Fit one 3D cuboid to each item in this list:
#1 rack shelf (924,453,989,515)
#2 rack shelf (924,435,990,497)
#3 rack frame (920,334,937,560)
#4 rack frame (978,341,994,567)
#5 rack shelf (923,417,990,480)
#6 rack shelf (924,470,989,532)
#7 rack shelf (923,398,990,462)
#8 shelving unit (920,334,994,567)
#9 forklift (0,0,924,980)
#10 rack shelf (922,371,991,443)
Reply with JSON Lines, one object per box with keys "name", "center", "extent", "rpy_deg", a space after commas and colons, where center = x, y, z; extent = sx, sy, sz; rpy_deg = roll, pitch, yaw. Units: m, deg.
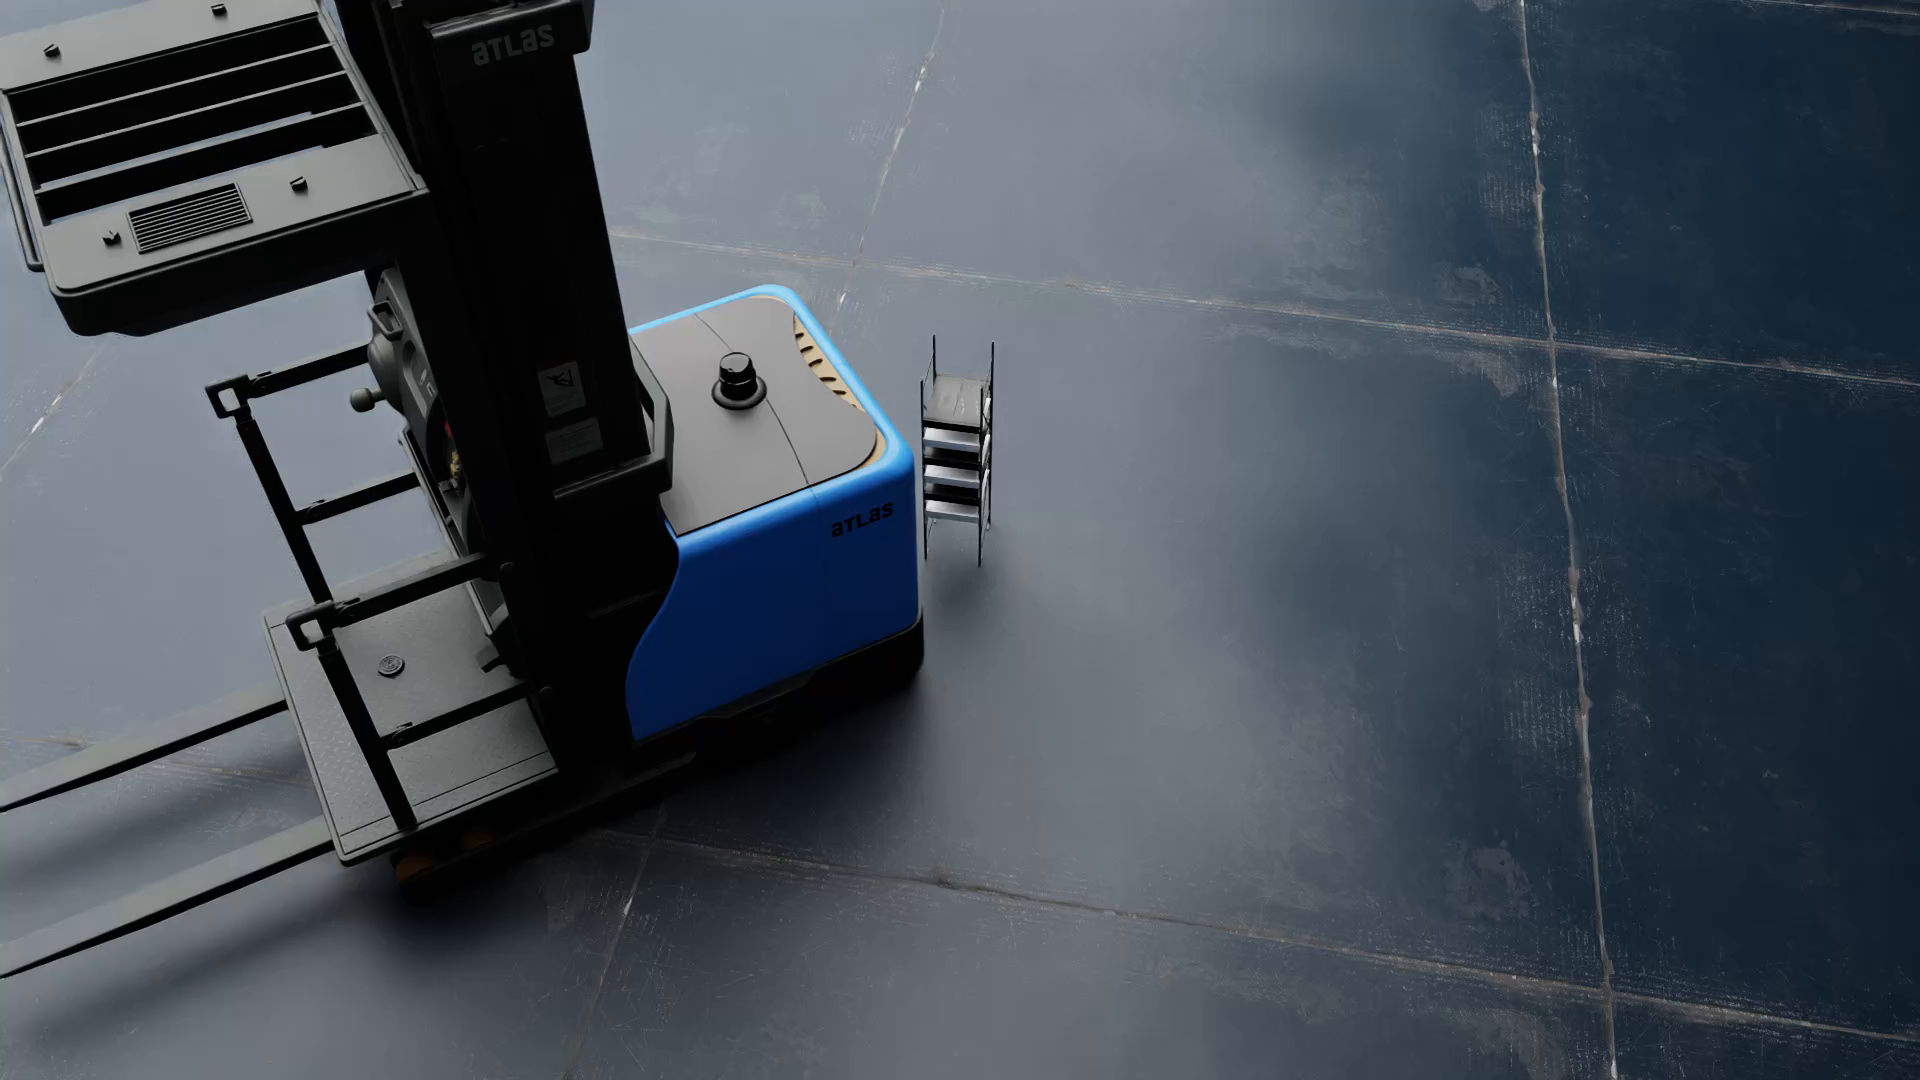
{"name": "rack shelf", "center": [-0.008, -0.219, 6.008], "extent": [0.200, 0.077, 0.258], "rpy_deg": [8, 49, 7]}
{"name": "rack shelf", "center": [-0.008, -0.280, 5.941], "extent": [0.200, 0.077, 0.258], "rpy_deg": [8, 49, 7]}
{"name": "rack frame", "center": [-0.108, -0.315, 5.928], "extent": [0.006, 0.900, 0.240], "rpy_deg": [8, 49, 7]}
{"name": "rack frame", "center": [0.092, -0.288, 5.904], "extent": [0.006, 0.900, 0.240], "rpy_deg": [8, 49, 7]}
{"name": "rack shelf", "center": [-0.008, -0.340, 5.874], "extent": [0.200, 0.077, 0.258], "rpy_deg": [8, 49, 7]}
{"name": "rack shelf", "center": [-0.008, -0.159, 6.075], "extent": [0.200, 0.077, 0.258], "rpy_deg": [8, 49, 7]}
{"name": "rack shelf", "center": [-0.008, -0.400, 5.807], "extent": [0.200, 0.077, 0.258], "rpy_deg": [8, 49, 7]}
{"name": "shelving unit", "center": [-0.008, -0.302, 5.916], "extent": [0.210, 0.900, 0.258], "rpy_deg": [8, 49, 7]}
{"name": "forklift", "center": [-1.669, -0.309, 4.557], "extent": [3.031, 2.935, 1.130], "rpy_deg": [-22, 52, -19]}
{"name": "rack shelf", "center": [-0.008, -0.460, 5.740], "extent": [0.200, 0.077, 0.258], "rpy_deg": [8, 49, 7]}
